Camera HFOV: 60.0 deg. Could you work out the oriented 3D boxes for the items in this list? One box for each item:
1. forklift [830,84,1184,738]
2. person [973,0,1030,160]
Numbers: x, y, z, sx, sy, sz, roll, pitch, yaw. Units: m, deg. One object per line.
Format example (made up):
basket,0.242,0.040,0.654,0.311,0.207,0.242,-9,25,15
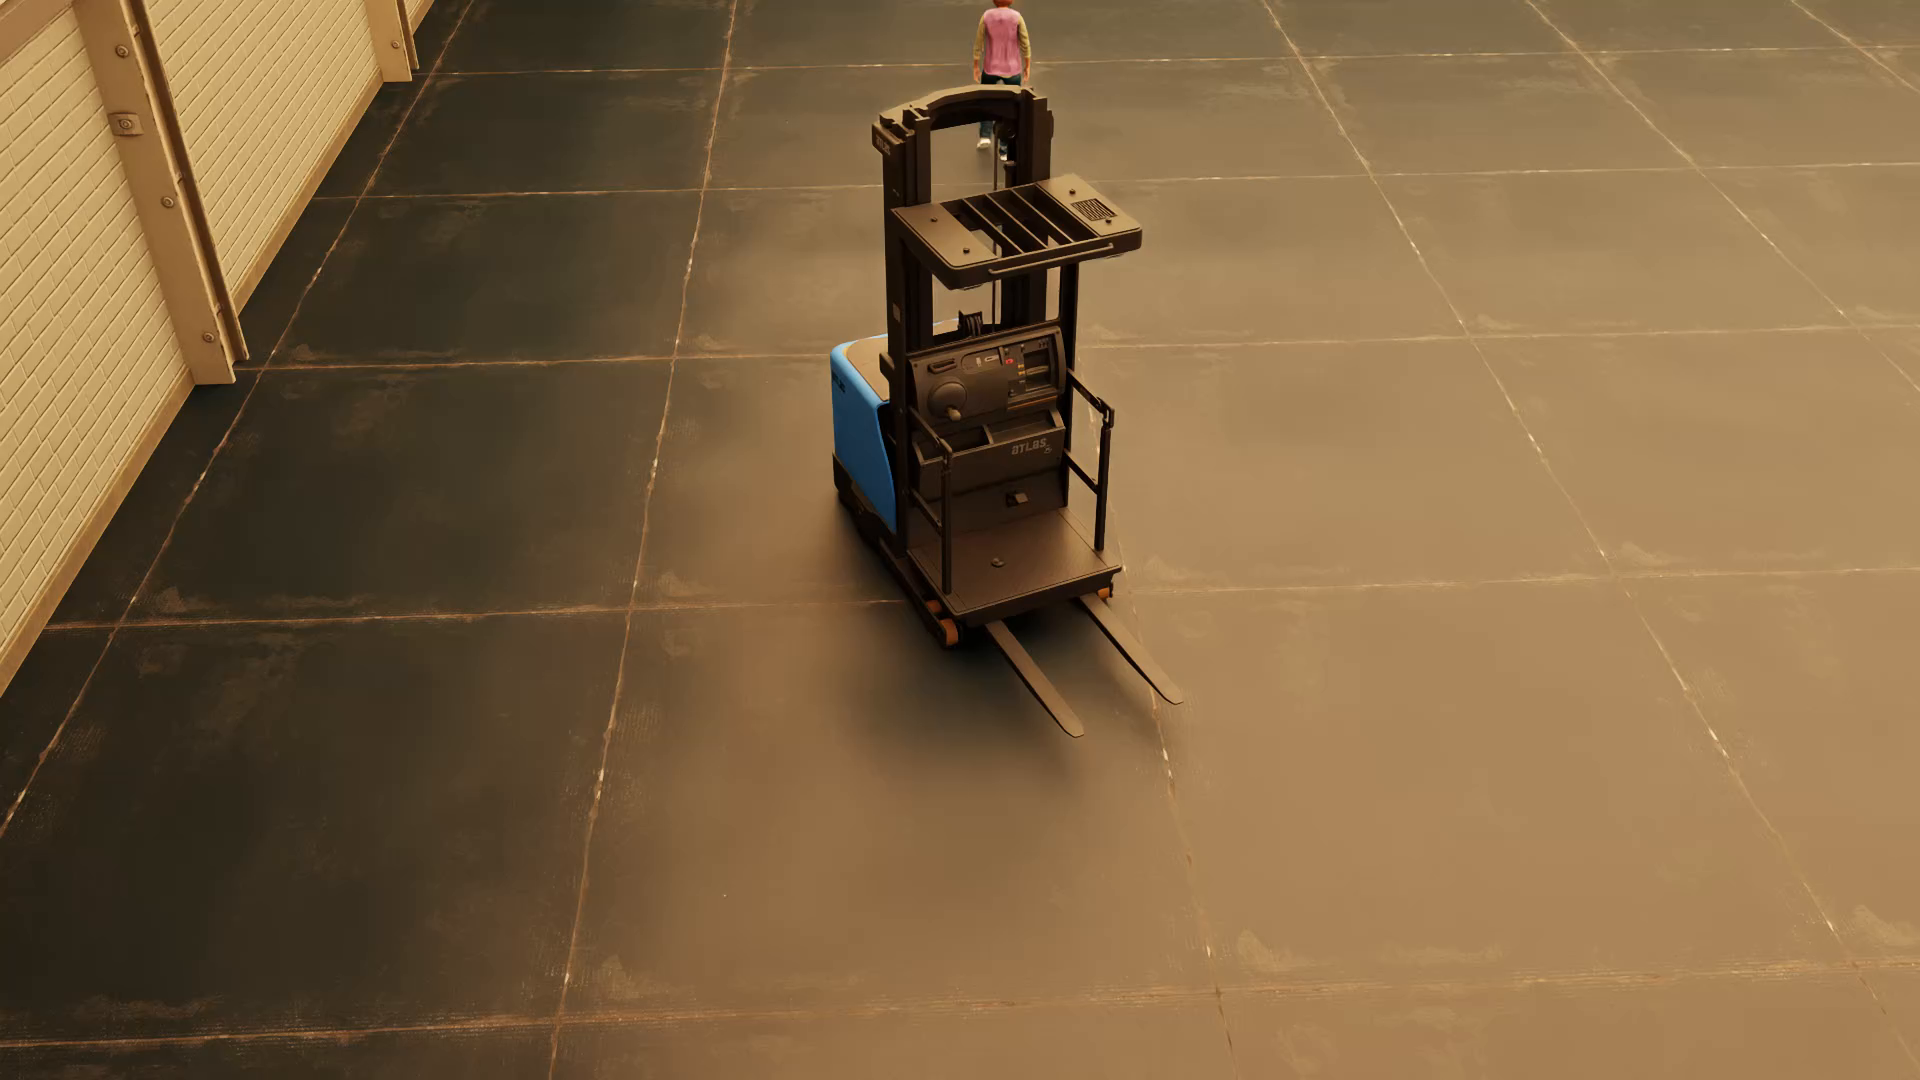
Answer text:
forklift,0.258,-0.860,9.192,1.130,2.935,3.031,-15,39,-20
person,0.380,-4.212,14.989,0.510,1.628,0.457,5,36,7
